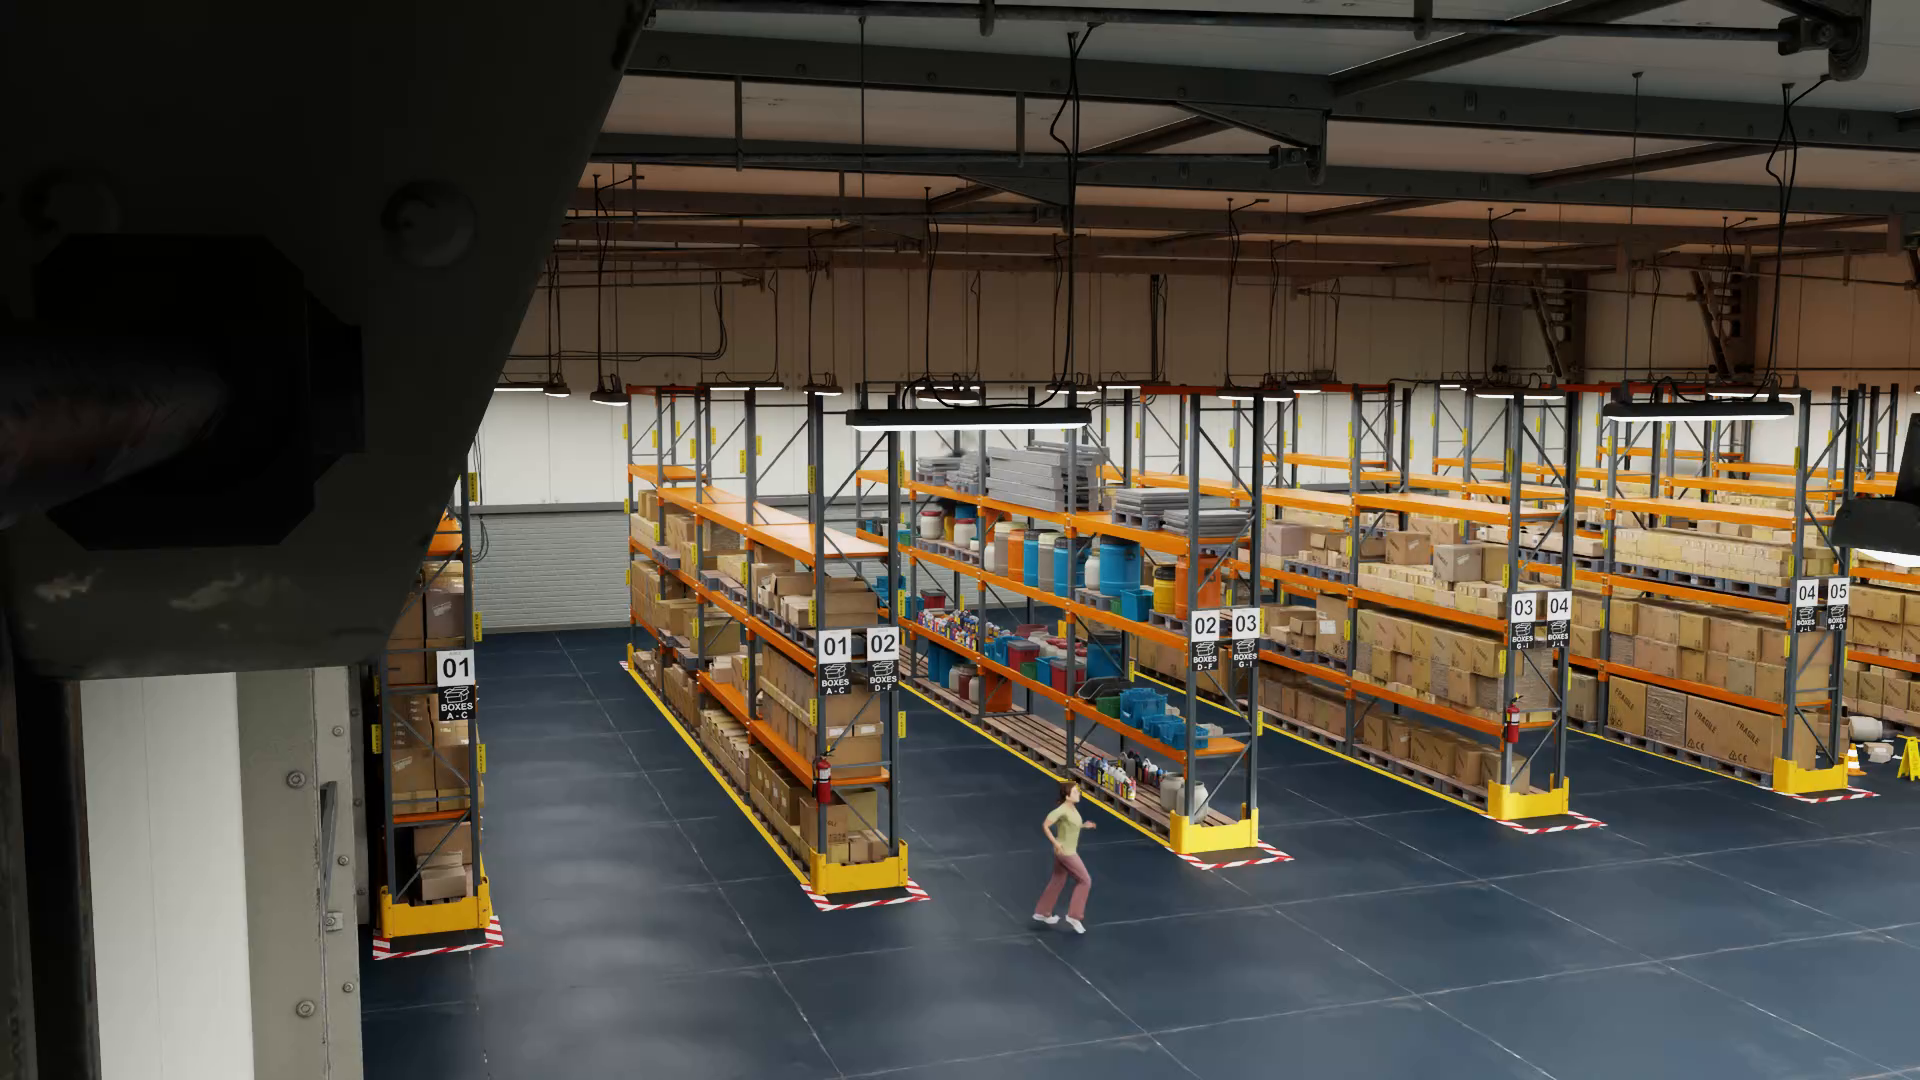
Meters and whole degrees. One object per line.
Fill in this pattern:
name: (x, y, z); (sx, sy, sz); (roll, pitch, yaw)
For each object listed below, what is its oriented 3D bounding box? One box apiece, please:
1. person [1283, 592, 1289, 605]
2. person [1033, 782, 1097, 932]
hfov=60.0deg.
person: (8.107, 1.300, 41.216); (0.675, 1.620, 0.522); (3, 7, 26)
person: (1.184, 3.580, 18.811); (0.717, 1.719, 0.546); (1, 6, 7)
